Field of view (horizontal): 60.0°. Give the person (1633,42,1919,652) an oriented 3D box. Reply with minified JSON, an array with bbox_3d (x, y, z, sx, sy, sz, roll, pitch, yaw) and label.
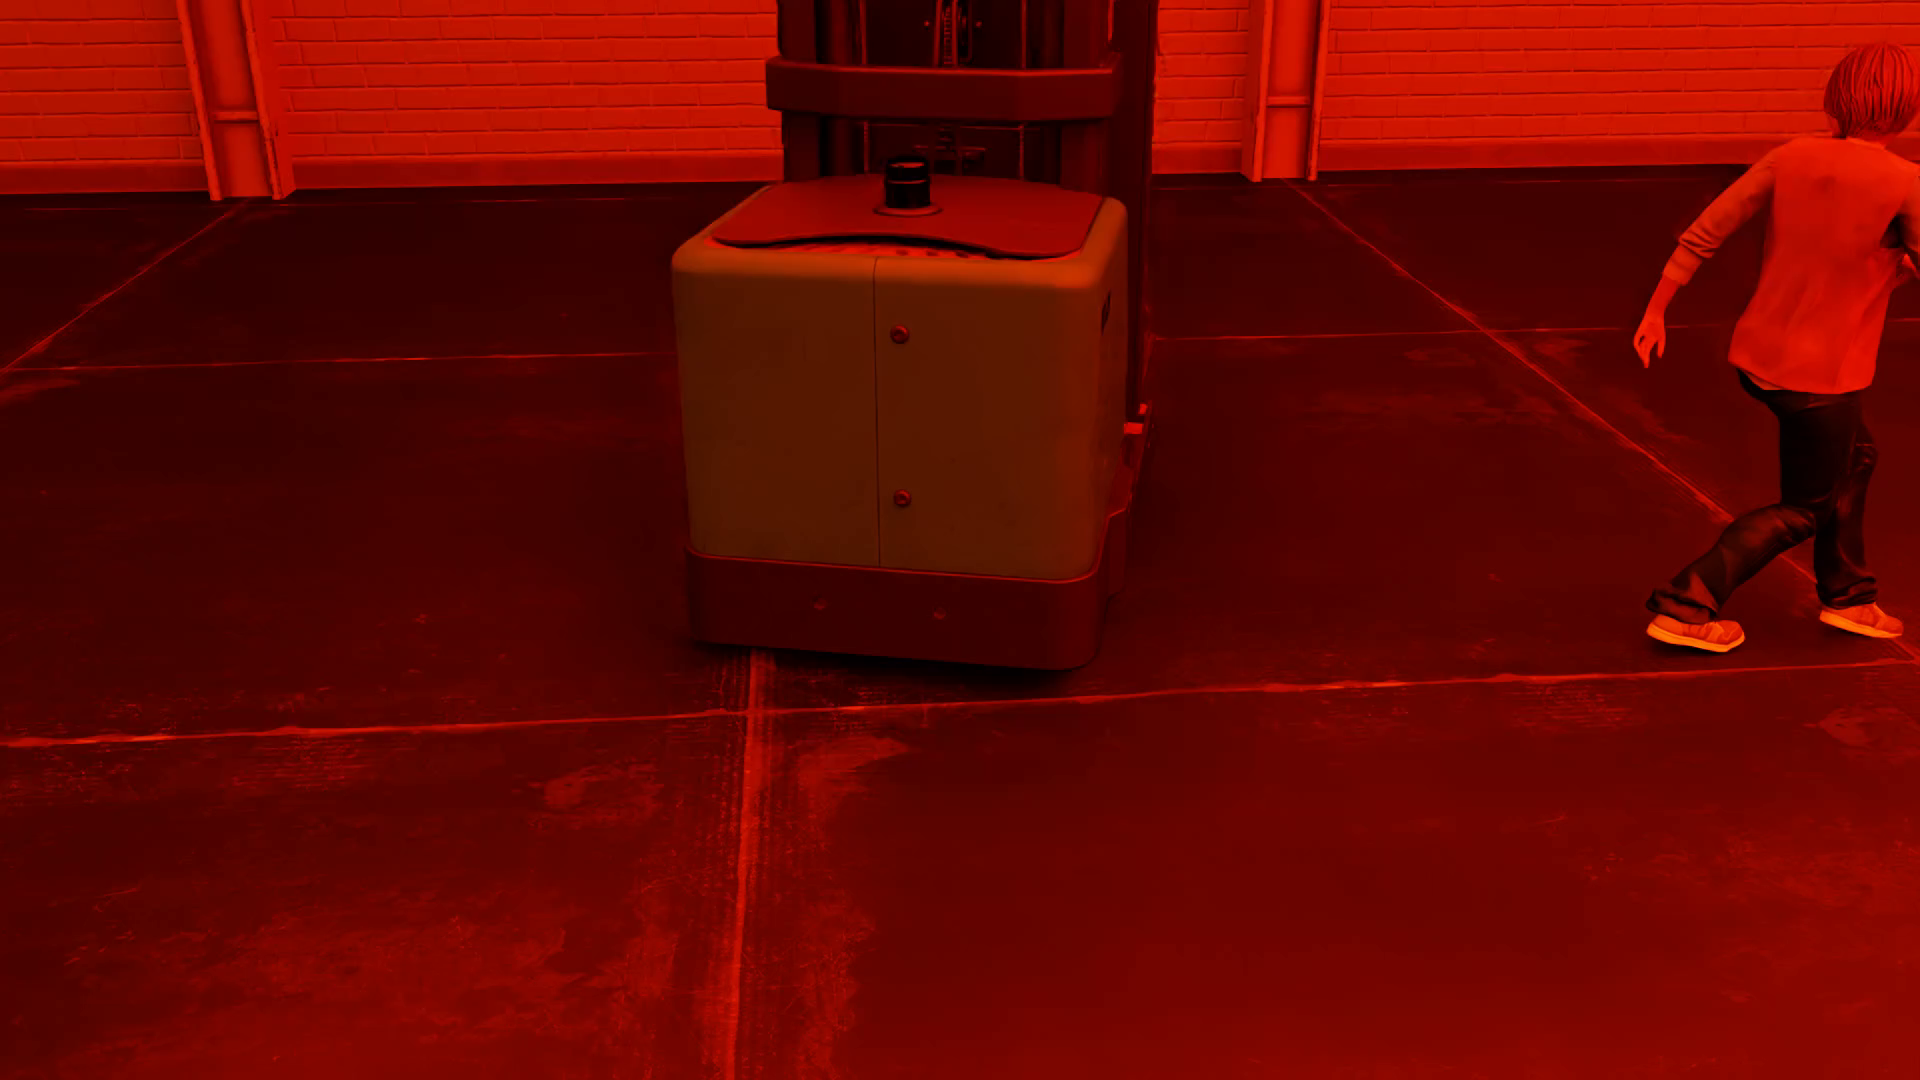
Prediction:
[{"bbox_3d":[2.118,-0.423,4.099,0.828,1.543,0.436,-5,24,-11],"label":"person"}]

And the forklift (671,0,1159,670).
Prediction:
[{"bbox_3d":[0.061,-1.582,4.962,1.130,2.935,3.031,4,24,9],"label":"forklift"}]
